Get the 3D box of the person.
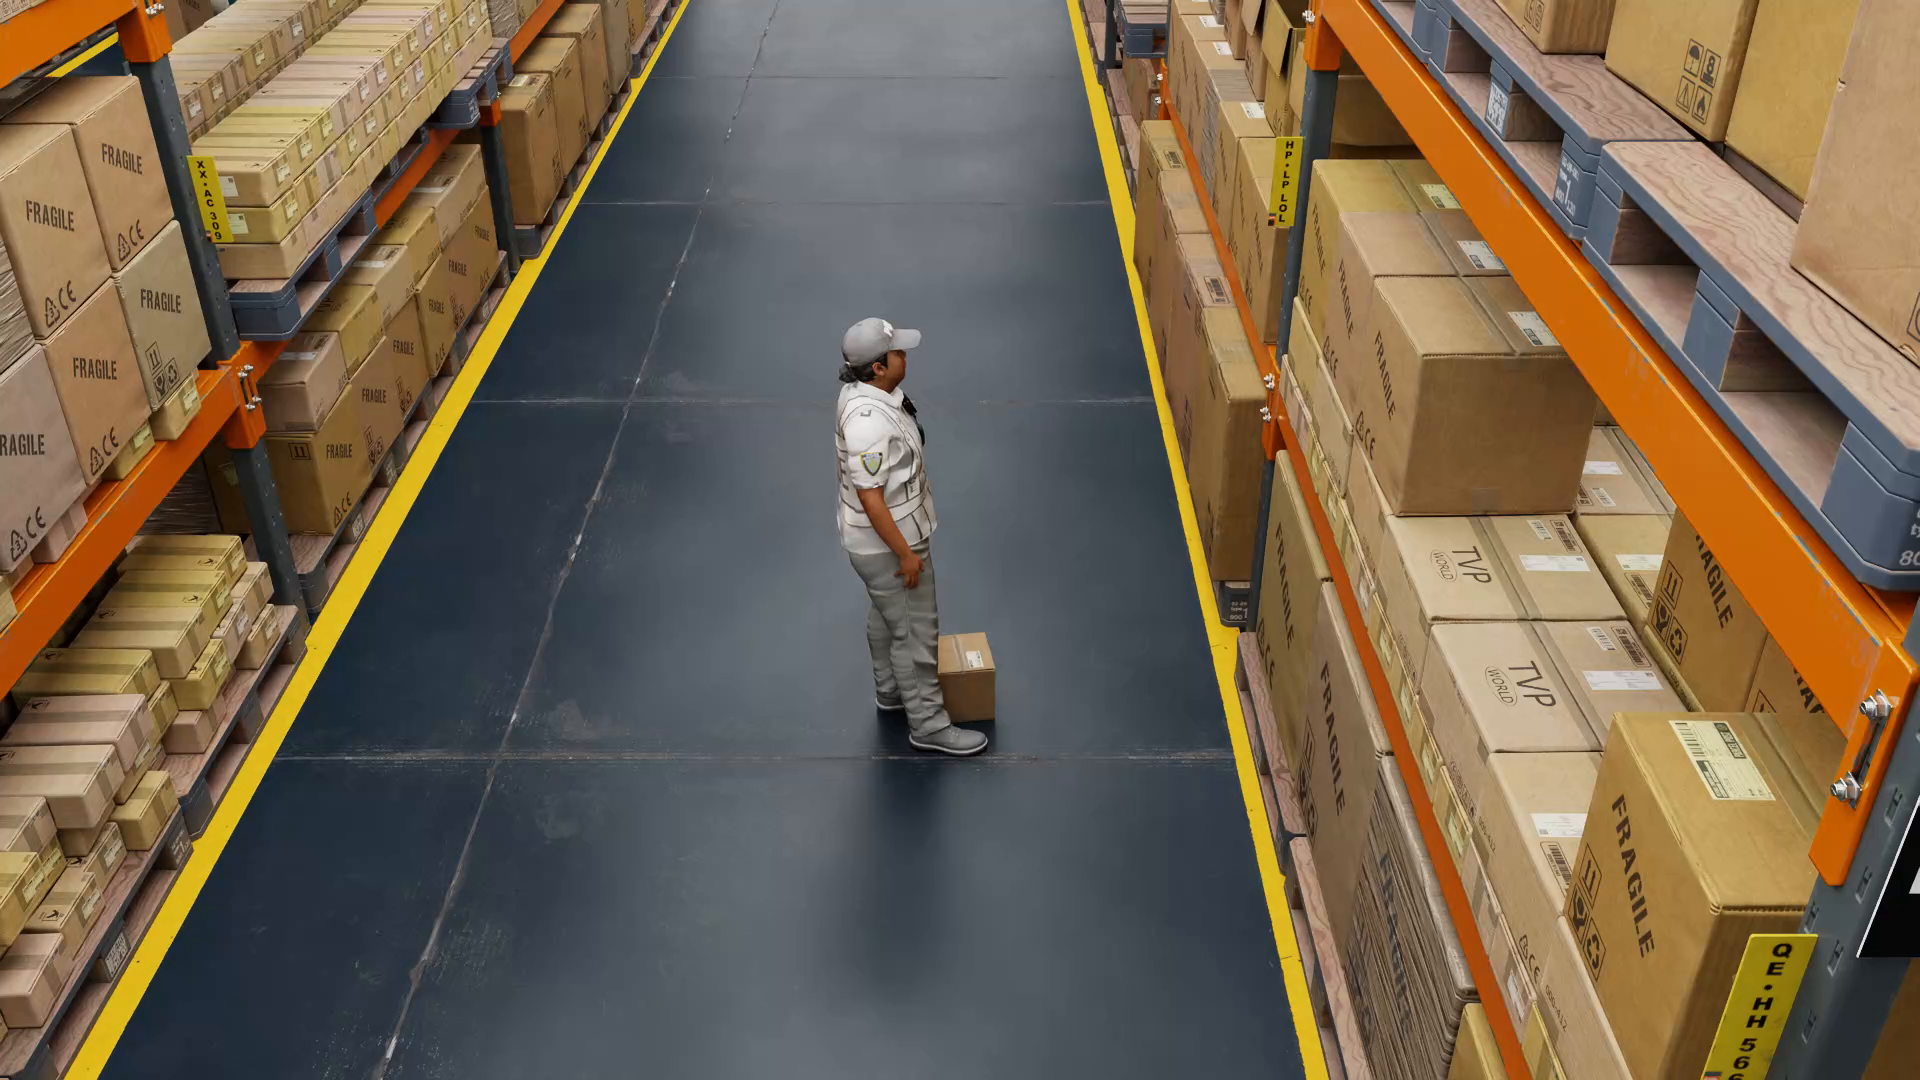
[{"bbox_3d":[-0.185,-0.026,6.155,0.529,1.670,0.598,-4,32,-6],"label":"person"}]
